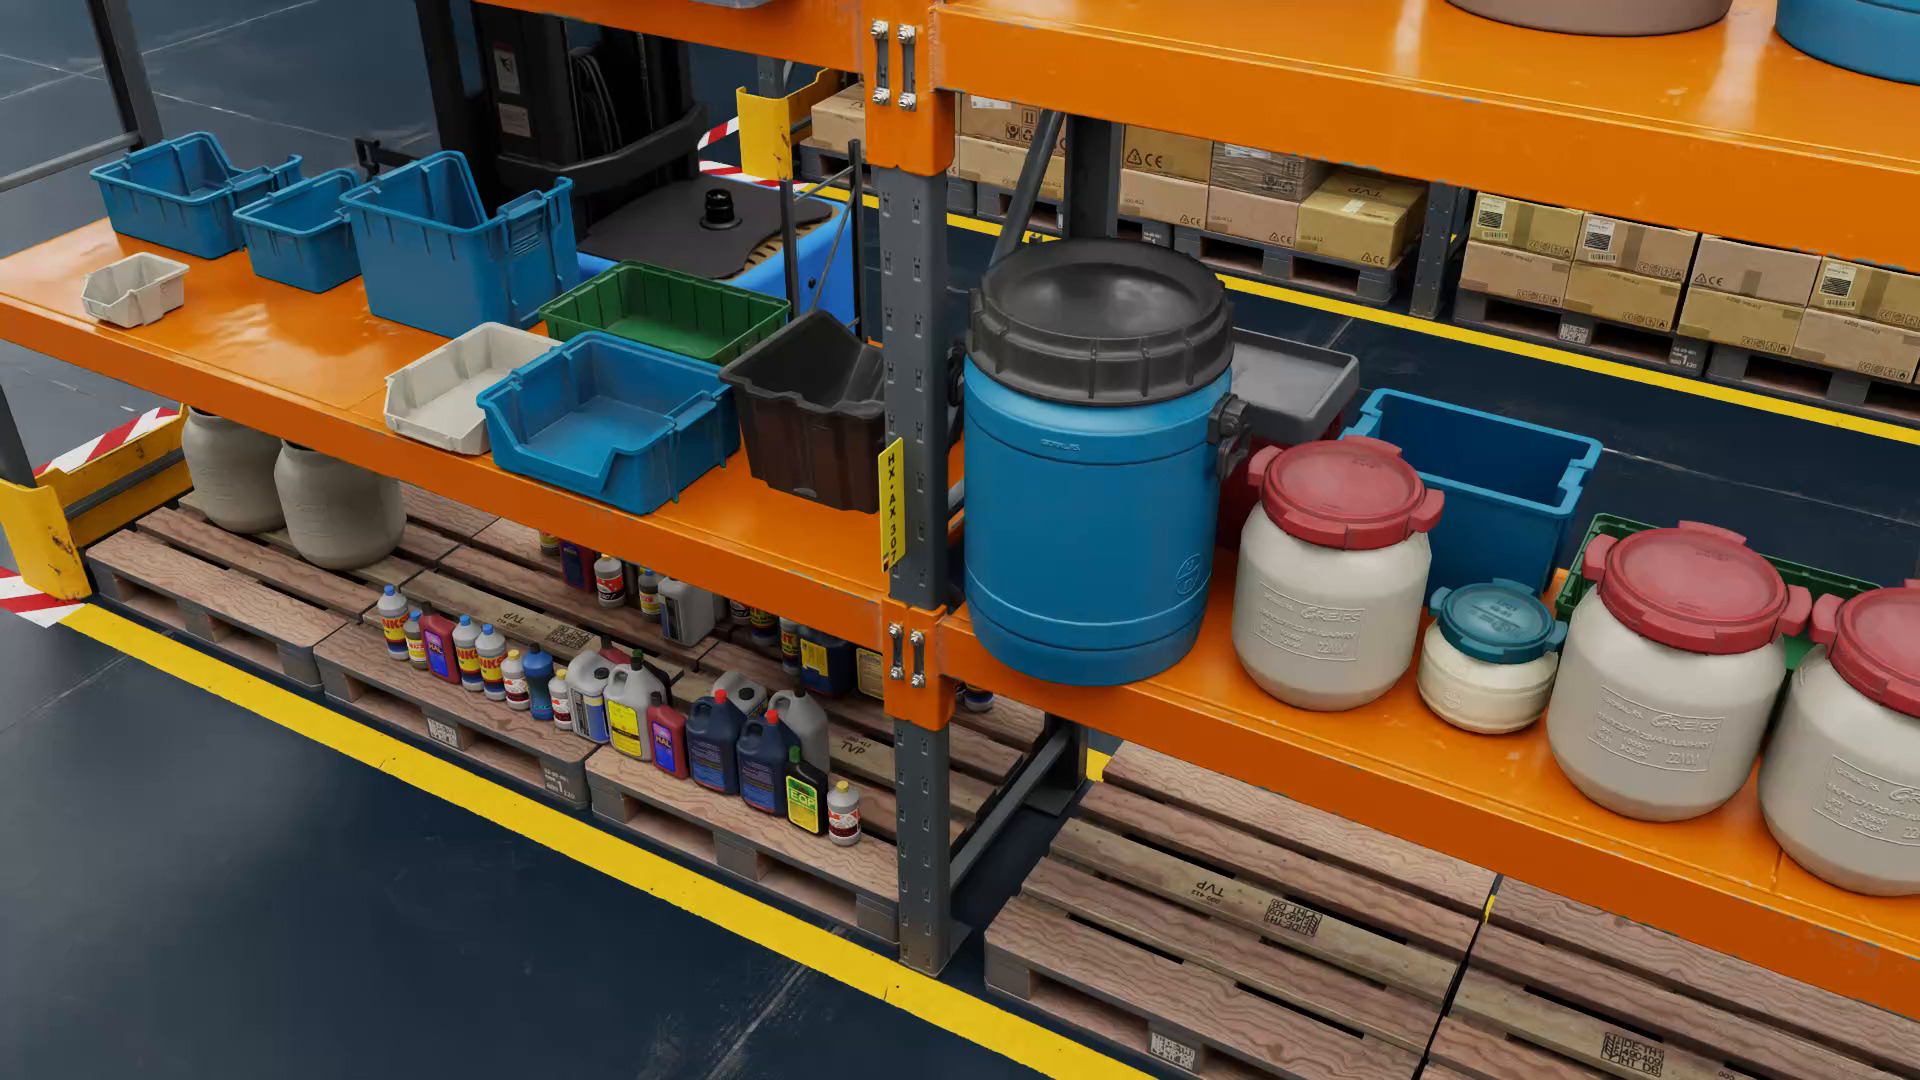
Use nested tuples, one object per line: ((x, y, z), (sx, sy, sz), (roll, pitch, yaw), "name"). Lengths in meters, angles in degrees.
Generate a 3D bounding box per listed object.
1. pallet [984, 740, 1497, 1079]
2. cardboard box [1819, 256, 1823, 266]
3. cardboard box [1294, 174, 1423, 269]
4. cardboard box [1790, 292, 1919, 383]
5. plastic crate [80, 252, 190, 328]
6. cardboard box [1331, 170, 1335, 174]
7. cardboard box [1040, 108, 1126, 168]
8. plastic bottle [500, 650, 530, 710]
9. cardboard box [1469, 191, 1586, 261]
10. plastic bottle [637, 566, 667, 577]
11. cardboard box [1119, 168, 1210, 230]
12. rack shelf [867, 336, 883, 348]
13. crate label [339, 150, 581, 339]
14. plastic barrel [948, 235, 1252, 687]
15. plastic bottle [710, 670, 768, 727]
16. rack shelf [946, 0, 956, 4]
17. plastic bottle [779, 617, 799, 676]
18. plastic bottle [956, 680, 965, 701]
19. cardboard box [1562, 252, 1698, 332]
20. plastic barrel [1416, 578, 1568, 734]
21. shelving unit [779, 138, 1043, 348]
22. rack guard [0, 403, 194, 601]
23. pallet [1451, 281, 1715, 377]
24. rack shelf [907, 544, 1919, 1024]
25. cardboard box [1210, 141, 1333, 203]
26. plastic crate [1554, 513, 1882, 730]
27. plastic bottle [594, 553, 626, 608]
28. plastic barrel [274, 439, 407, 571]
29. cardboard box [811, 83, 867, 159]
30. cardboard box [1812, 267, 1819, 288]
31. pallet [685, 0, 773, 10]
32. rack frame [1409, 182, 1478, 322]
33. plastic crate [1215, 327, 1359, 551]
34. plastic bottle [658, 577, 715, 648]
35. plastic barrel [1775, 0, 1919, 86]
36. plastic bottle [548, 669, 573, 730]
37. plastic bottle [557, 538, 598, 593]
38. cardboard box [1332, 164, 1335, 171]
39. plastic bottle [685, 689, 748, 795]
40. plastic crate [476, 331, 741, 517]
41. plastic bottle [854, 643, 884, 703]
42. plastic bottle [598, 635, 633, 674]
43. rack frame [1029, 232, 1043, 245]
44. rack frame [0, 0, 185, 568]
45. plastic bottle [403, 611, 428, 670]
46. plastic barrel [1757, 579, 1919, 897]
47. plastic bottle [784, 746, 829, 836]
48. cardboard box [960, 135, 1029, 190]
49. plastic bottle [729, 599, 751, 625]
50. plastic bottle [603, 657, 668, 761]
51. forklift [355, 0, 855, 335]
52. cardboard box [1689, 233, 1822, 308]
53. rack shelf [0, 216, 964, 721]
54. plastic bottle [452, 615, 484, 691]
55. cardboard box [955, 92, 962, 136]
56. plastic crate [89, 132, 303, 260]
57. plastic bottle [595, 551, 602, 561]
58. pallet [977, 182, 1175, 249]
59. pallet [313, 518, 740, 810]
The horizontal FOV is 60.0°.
((0.824, 1.132, 4.860), (1.213, 0.211, 1.003), (18, 37, 24), "pallet")
((4.399, -1.481, 7.863), (0.500, 0.311, 0.500), (17, 37, 24), "cardboard box")
((2.073, -1.662, 8.641), (0.500, 0.250, 0.500), (18, 37, 24), "cardboard box")
((4.147, -0.986, 7.627), (0.500, 0.250, 0.500), (18, 38, 25), "cardboard box")
((-2.733, -0.816, 5.506), (0.250, 0.136, 0.298), (18, 37, 24), "plastic crate")
((1.900, -2.053, 9.228), (0.500, 0.250, 0.500), (18, 37, 24), "cardboard box")
((0.767, -2.383, 9.048), (0.500, 0.500, 0.500), (18, 37, 24), "cardboard box")
((-1.460, 0.453, 5.491), (0.097, 0.201, 0.097), (0, 34, 0), "plastic bottle")
((2.819, -1.639, 8.101), (0.500, 0.311, 0.500), (18, 38, 25), "cardboard box")
((-1.066, 0.052, 5.959), (0.185, 0.351, 0.144), (19, 38, 26), "plastic bottle")
((1.202, -1.934, 9.050), (0.500, 0.250, 0.500), (18, 37, 24), "cardboard box")
((-0.074, -0.498, 6.469), (1.000, 0.185, 0.538), (18, 37, 24), "rack shelf")
((-1.618, -0.965, 5.461), (0.616, 0.435, 0.502), (18, 37, 24), "crate label")
((0.308, -0.183, 3.866), (0.708, 0.901, 0.600), (18, 37, 24), "plastic barrel")
((-0.694, 0.555, 5.271), (0.135, 0.276, 0.152), (18, 37, 24), "plastic bottle")
((0.847, -2.860, 8.987), (4.000, 0.370, 1.077), (18, 37, 24), "rack shelf")
((-0.558, 0.323, 5.624), (0.097, 0.271, 0.097), (0, 34, 0), "plastic bottle")
((-0.024, 0.429, 5.528), (0.097, 0.201, 0.097), (0, 34, 0), "plastic bottle")
((3.254, -1.268, 8.050), (0.500, 0.250, 0.500), (19, 38, 26), "cardboard box")
((1.196, 0.269, 3.764), (0.301, 0.262, 0.301), (0, 34, 0), "plastic barrel")
((-0.066, -0.645, 6.366), (1.083, 1.500, 0.587), (18, 37, 24), "shelving unit")
((-3.261, -0.288, 6.731), (0.348, 0.500, 1.175), (18, 37, 24), "rack guard")
((3.243, -1.264, 8.458), (1.213, 0.211, 1.003), (18, 37, 24), "pallet")
((1.859, 0.623, 3.757), (4.000, 0.370, 1.077), (18, 37, 24), "rack shelf")
((1.645, -2.117, 8.648), (0.500, 0.500, 0.500), (18, 37, 24), "cardboard box")
((1.775, 0.205, 3.927), (0.662, 0.188, 0.450), (18, 37, 24), "plastic crate")
((-1.258, 0.135, 5.968), (0.097, 0.201, 0.097), (0, 34, 0), "plastic bottle")
((-2.305, -0.184, 6.185), (0.421, 0.512, 0.421), (0, 34, 0), "plastic barrel")
((-0.534, -2.485, 9.877), (0.500, 0.250, 0.500), (18, 37, 24), "cardboard box")
((3.971, -1.384, 8.224), (0.500, 0.250, 0.500), (18, 38, 25), "cardboard box")
((-0.552, -1.548, 3.832), (1.003, 0.211, 1.213), (18, 37, 24), "pallet")
((2.584, -2.609, 7.962), (0.127, 3.000, 1.000), (18, 37, 24), "rack frame")
((0.695, -0.267, 4.387), (0.583, 0.464, 0.402), (18, 37, 24), "plastic crate")
((-0.957, 0.212, 5.786), (0.135, 0.276, 0.152), (18, 37, 24), "plastic bottle")
((1.808, -1.288, 2.820), (0.708, 0.901, 0.600), (18, 37, 24), "plastic barrel")
((-1.282, 0.509, 5.406), (0.097, 0.201, 0.097), (0, 34, 0), "plastic bottle")
((-1.385, 0.049, 6.024), (0.133, 0.283, 0.061), (18, 37, 24), "plastic bottle")
((1.899, -2.363, 9.018), (0.500, 0.500, 0.500), (18, 37, 24), "cardboard box")
((-0.746, 0.602, 5.133), (0.185, 0.351, 0.144), (16, 37, 22), "plastic bottle")
((-0.973, -0.338, 4.686), (0.616, 0.251, 0.499), (18, 37, 24), "plastic crate")
((-0.283, 0.398, 5.499), (0.133, 0.283, 0.061), (18, 37, 24), "plastic bottle")
((-1.113, 0.443, 5.432), (0.133, 0.283, 0.061), (18, 37, 24), "plastic bottle")
((0.367, -0.508, 6.160), (0.032, 1.500, 0.500), (18, 37, 24), "rack frame")
((-3.350, -1.326, 6.035), (0.127, 3.000, 1.000), (18, 37, 24), "rack frame")
((-1.841, 0.332, 5.672), (0.097, 0.201, 0.097), (0, 34, 0), "plastic bottle")
((1.857, 0.407, 3.311), (0.433, 0.535, 0.433), (0, 34, 0), "plastic barrel")
((-0.458, 0.748, 4.975), (0.133, 0.283, 0.061), (20, 38, 27), "plastic bottle")
((0.336, -2.211, 9.466), (0.500, 0.250, 0.500), (18, 37, 24), "cardboard box")
((-0.770, 0.193, 5.882), (0.097, 0.201, 0.097), (0, 34, 0), "plastic bottle")
((-1.026, 0.513, 5.266), (0.185, 0.351, 0.144), (17, 37, 24), "plastic bottle")
((-1.930, -1.882, 6.932), (3.031, 2.935, 1.130), (18, 37, 24), "forklift")
((3.701, -1.357, 7.678), (0.500, 0.311, 0.500), (16, 37, 23), "cardboard box")
((-1.613, -0.477, 5.409), (4.000, 0.370, 1.077), (18, 37, 24), "rack shelf")
((-1.633, 0.369, 5.554), (0.097, 0.271, 0.097), (0, 34, 0), "plastic bottle")
((-0.099, -2.660, 9.464), (0.500, 0.500, 0.500), (18, 37, 24), "cardboard box")
((-2.767, -1.271, 6.086), (0.616, 0.251, 0.499), (18, 37, 24), "plastic crate")
((-1.333, 0.001, 6.103), (0.135, 0.276, 0.152), (18, 38, 25), "plastic bottle")
((0.851, -2.022, 9.596), (1.213, 0.211, 1.003), (18, 37, 24), "pallet")
((-1.503, 0.395, 5.967), (1.213, 0.211, 1.003), (18, 37, 24), "pallet")
